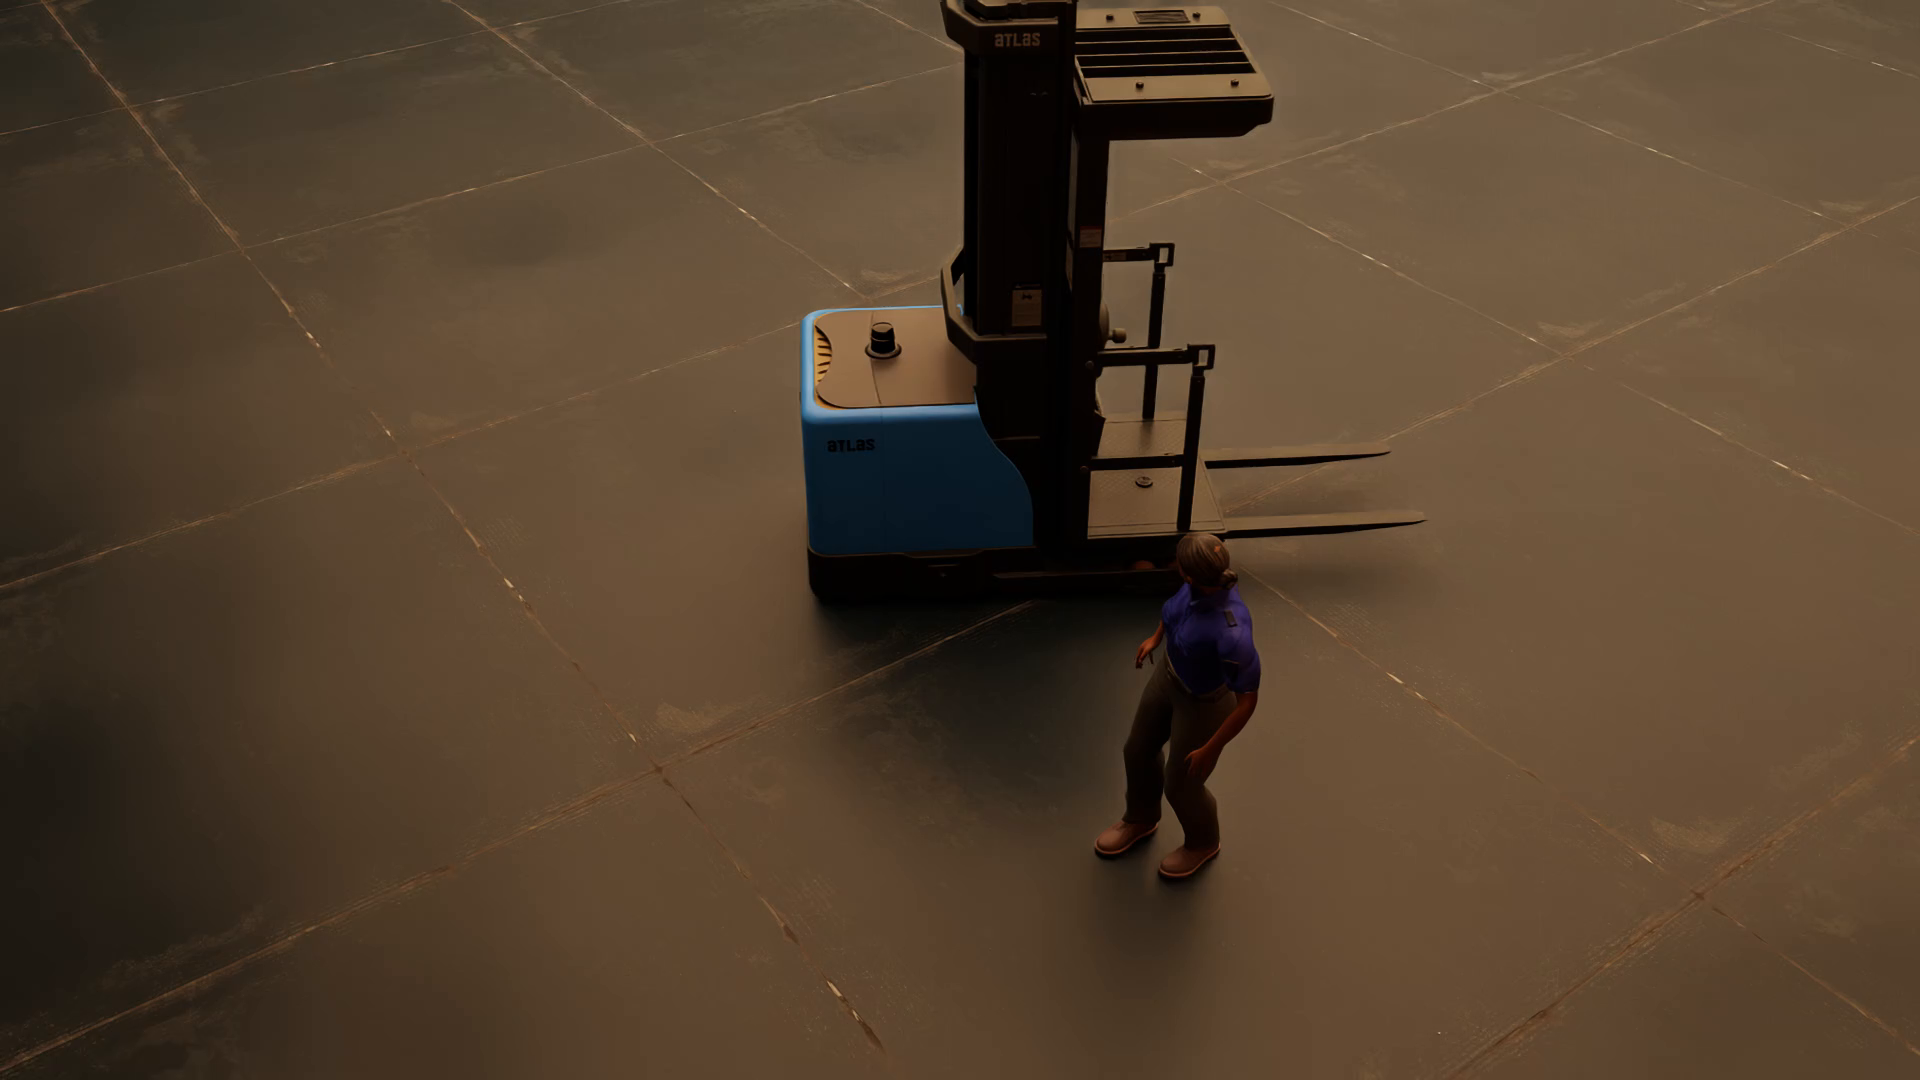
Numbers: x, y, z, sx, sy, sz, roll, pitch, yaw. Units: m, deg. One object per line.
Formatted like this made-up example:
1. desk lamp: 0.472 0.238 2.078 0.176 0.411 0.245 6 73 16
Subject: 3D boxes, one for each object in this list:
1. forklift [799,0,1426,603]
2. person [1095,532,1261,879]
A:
1. forklift: 0.755 -1.225 7.602 3.031 2.935 1.130 -3 37 -4
2. person: 0.816 0.629 6.197 0.471 1.626 0.663 -14 39 -18
